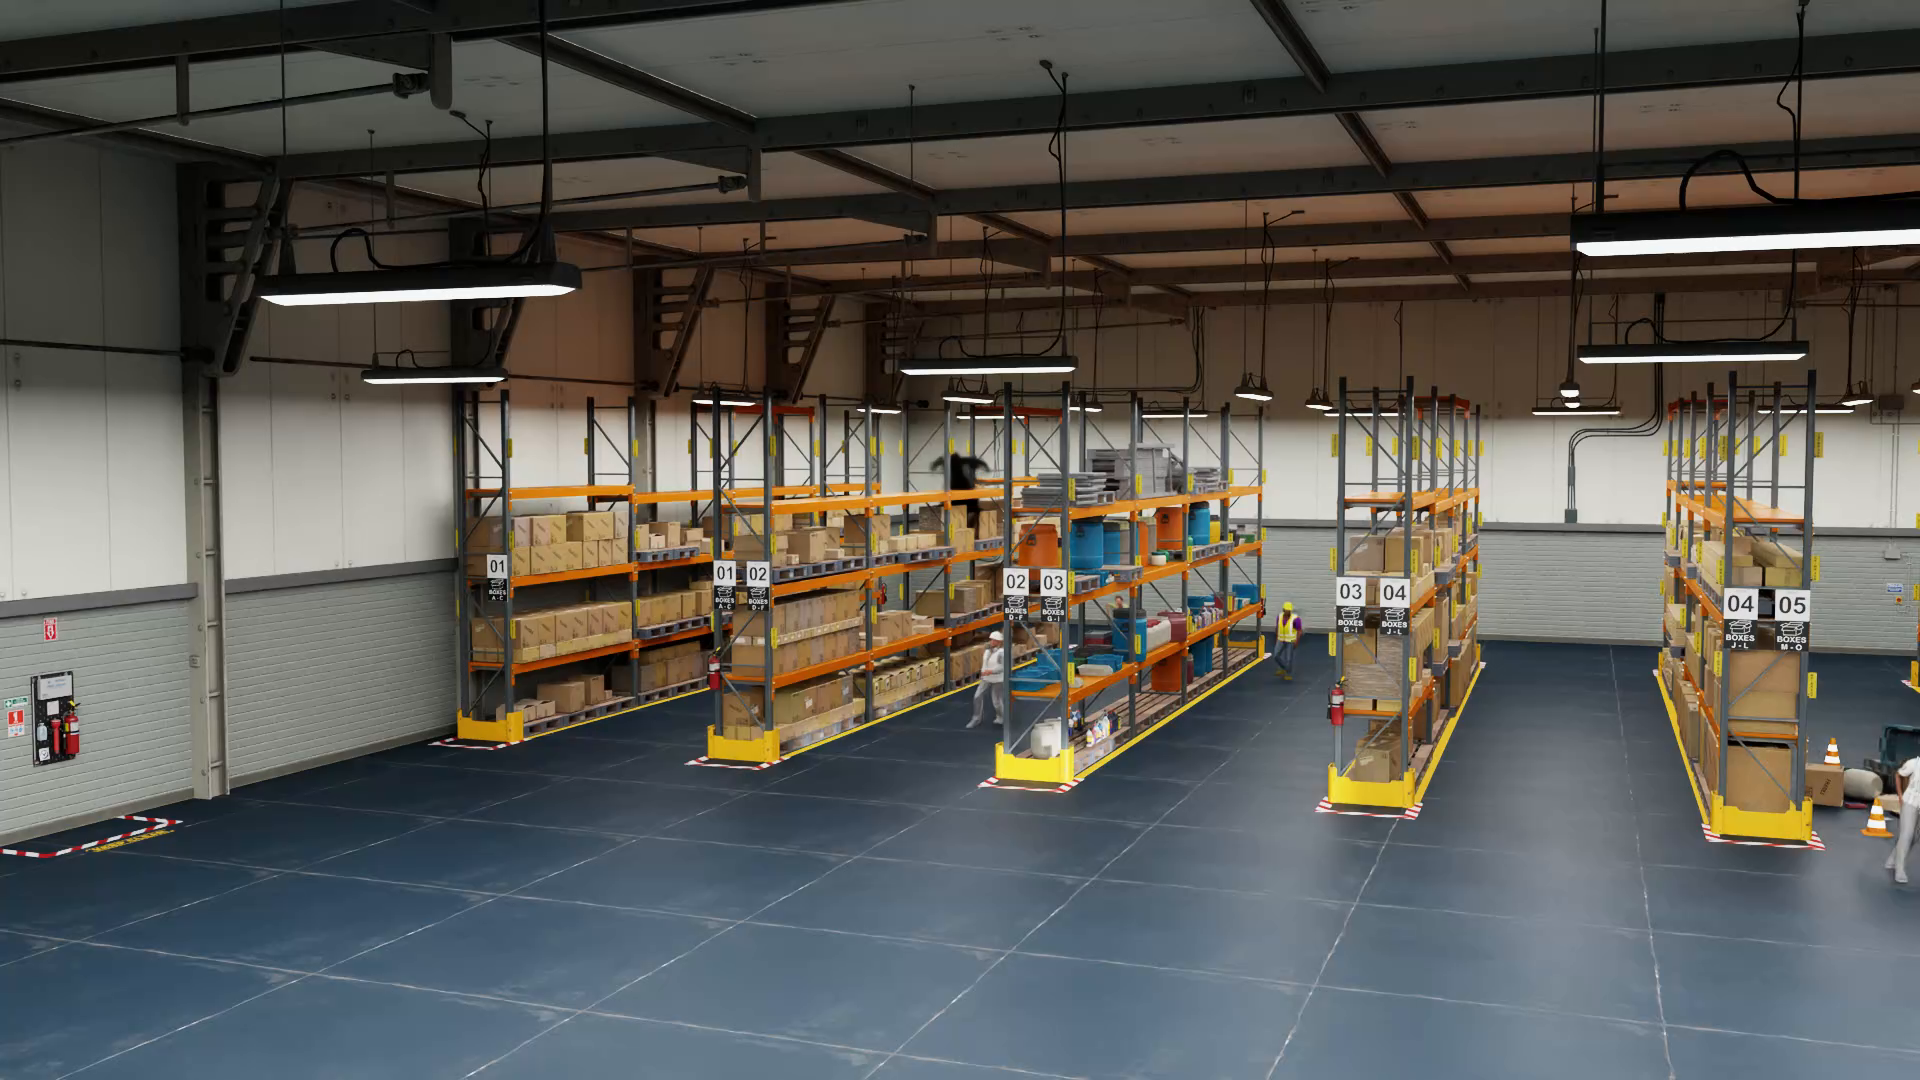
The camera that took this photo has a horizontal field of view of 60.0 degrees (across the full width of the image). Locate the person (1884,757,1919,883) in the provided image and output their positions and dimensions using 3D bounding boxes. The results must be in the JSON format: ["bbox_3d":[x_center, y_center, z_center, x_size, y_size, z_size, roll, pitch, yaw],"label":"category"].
[{"bbox_3d":[11.184,3.107,19.357,0.704,1.618,0.863,1,3,11],"label":"person"}]

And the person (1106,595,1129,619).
[{"bbox_3d":[3.787,2.052,39.883,0.598,1.505,0.834,1,3,10],"label":"person"}]

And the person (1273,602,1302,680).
[{"bbox_3d":[7.031,2.174,35.773,0.721,1.720,0.621,2,4,33],"label":"person"}]

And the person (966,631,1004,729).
[{"bbox_3d":[0.584,2.481,29.595,0.716,1.745,0.833,2,4,37],"label":"person"}]
